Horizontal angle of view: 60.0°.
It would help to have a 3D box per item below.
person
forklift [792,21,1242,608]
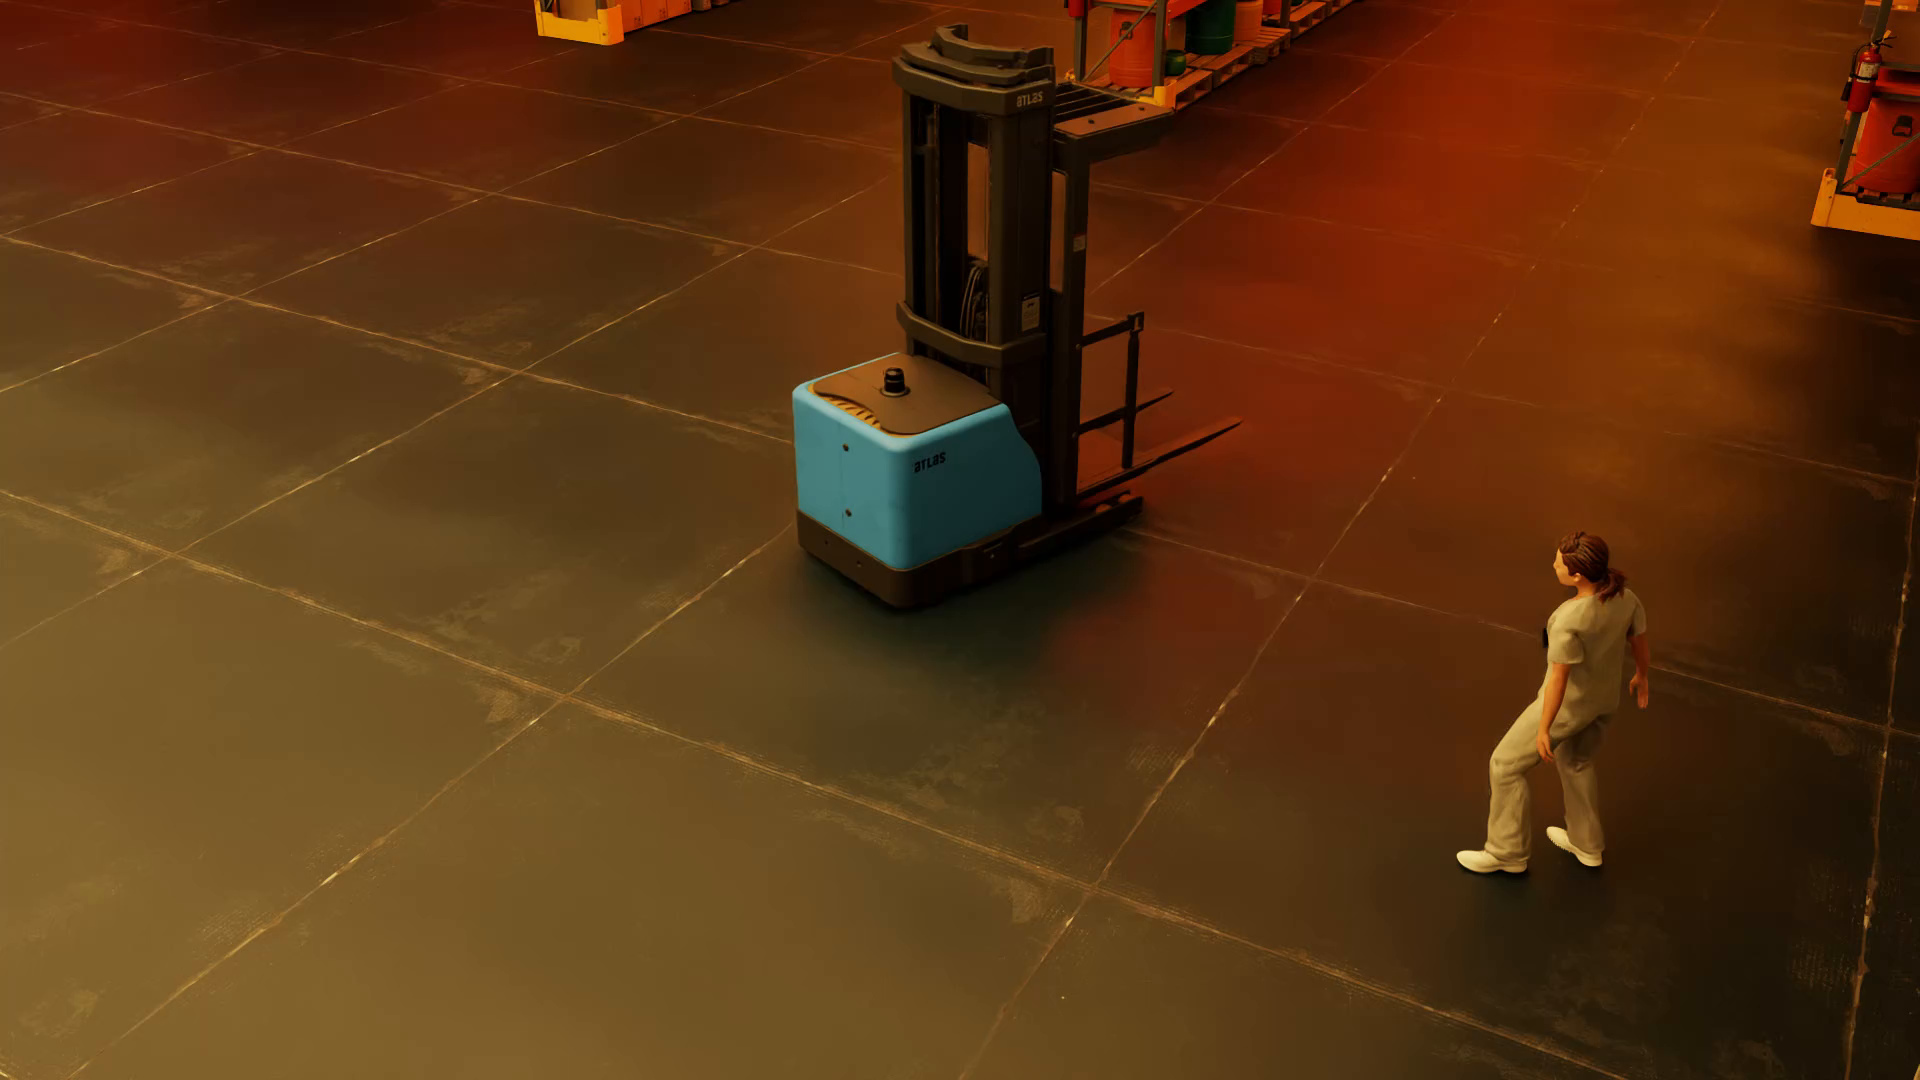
[{"bbox_3d":[2.640,0.725,7.139,0.794,1.643,0.403,-15,33,-25],"label":"person"},{"bbox_3d":[0.486,-1.500,9.670,3.031,2.935,1.130,-23,37,-34],"label":"forklift"}]
